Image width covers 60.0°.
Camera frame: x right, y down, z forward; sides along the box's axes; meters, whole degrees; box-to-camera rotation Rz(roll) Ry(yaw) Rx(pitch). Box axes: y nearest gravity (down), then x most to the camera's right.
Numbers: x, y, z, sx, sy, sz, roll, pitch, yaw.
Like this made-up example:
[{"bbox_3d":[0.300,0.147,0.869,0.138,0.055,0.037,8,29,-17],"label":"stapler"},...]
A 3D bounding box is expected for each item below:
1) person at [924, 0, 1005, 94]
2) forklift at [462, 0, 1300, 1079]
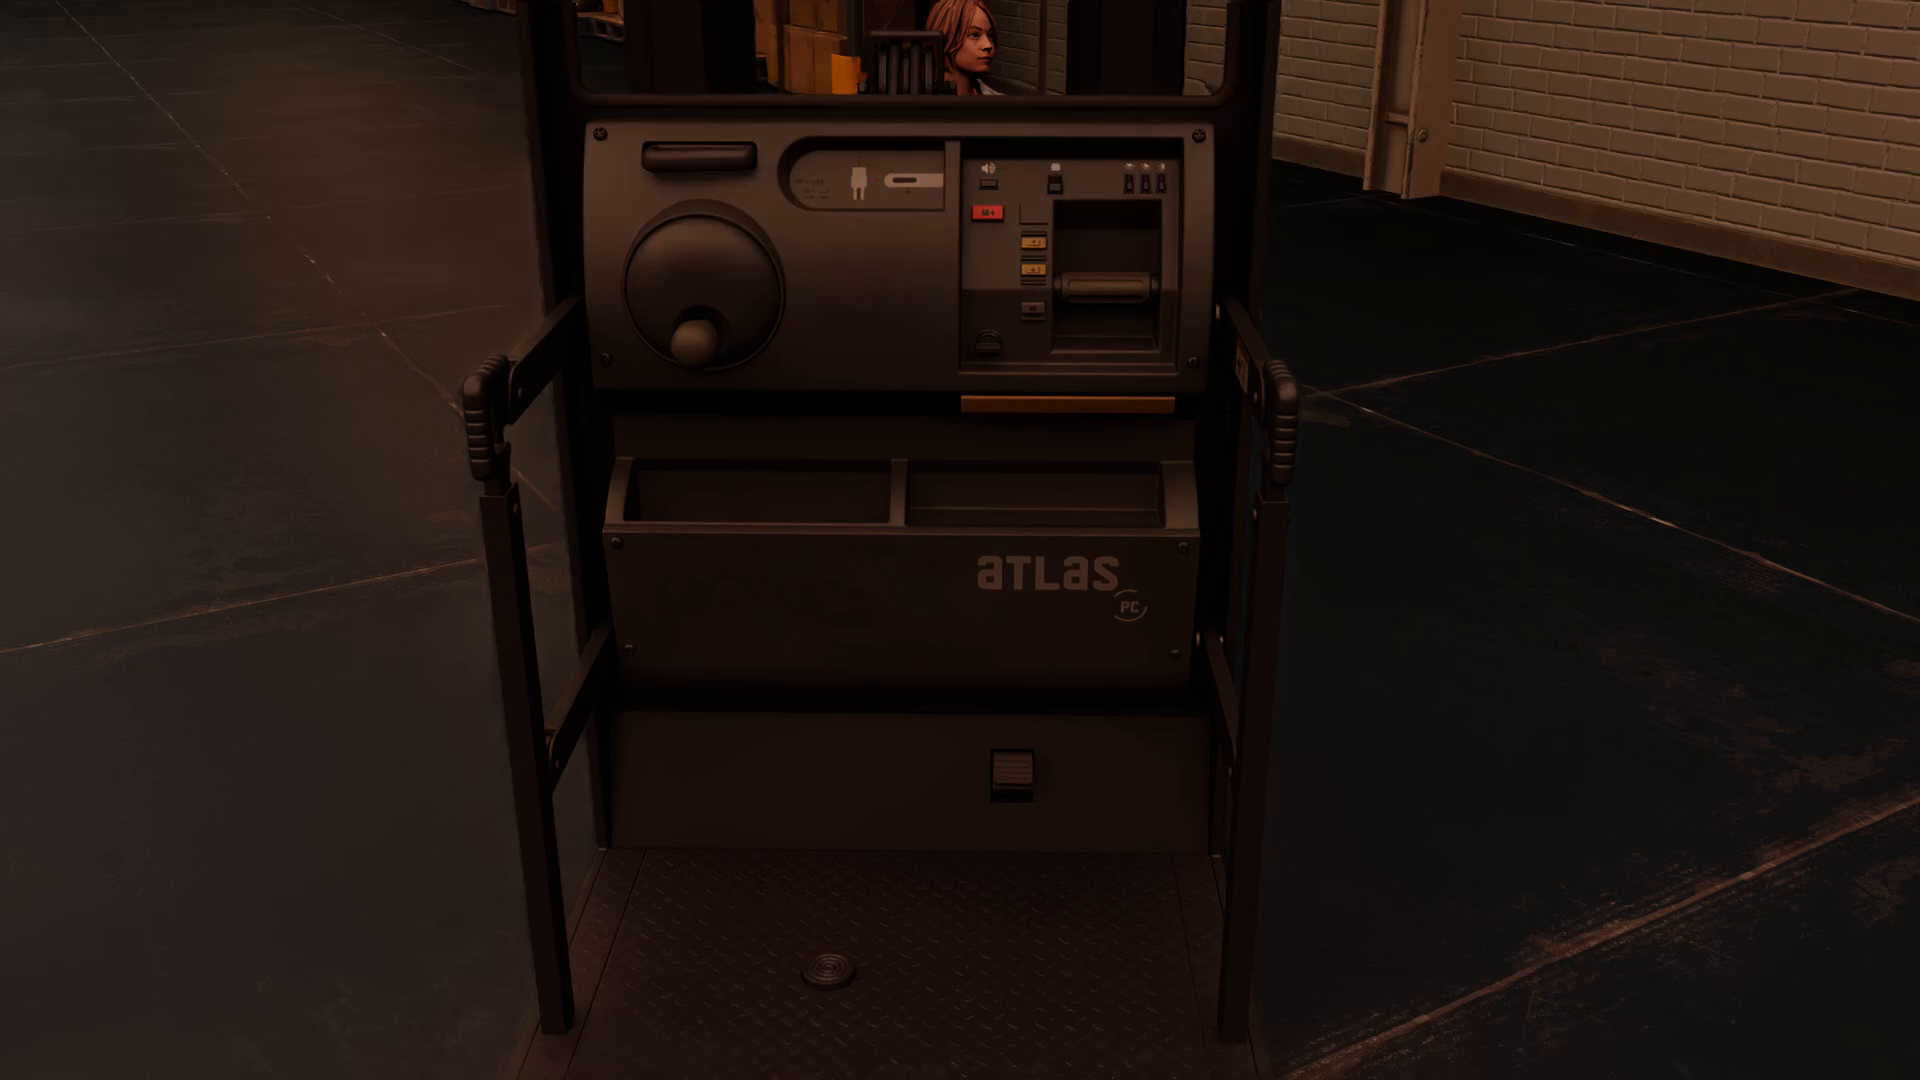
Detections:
[{"bbox_3d":[0.025,-0.717,4.763,0.519,1.594,0.474,-12,25,-28],"label":"person"},{"bbox_3d":[-0.093,-0.408,2.267,1.130,2.935,3.031,0,22,1],"label":"forklift"}]
